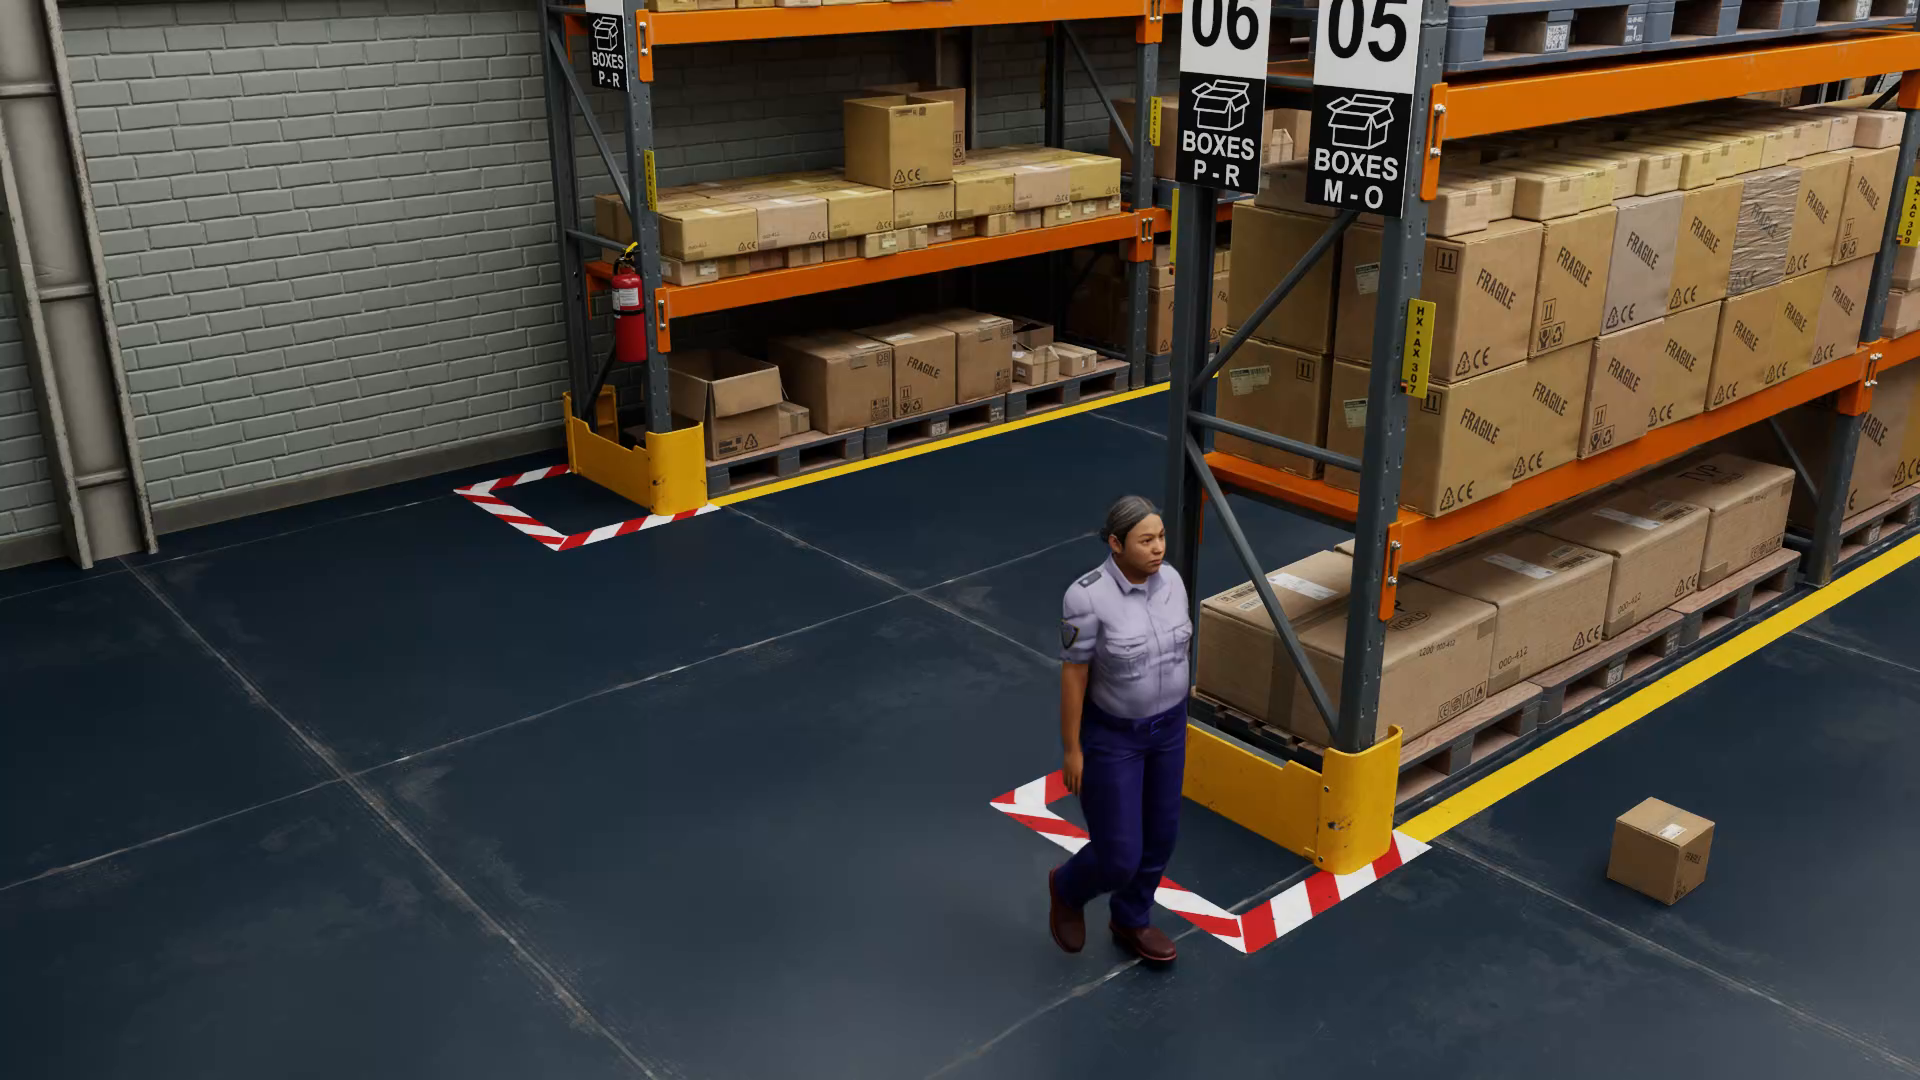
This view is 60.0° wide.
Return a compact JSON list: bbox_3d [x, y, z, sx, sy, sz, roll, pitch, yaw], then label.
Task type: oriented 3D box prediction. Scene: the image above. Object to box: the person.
[{"bbox_3d":[0.548,0.636,5.384,0.507,1.639,0.467,-14,25,-32],"label":"person"}]
